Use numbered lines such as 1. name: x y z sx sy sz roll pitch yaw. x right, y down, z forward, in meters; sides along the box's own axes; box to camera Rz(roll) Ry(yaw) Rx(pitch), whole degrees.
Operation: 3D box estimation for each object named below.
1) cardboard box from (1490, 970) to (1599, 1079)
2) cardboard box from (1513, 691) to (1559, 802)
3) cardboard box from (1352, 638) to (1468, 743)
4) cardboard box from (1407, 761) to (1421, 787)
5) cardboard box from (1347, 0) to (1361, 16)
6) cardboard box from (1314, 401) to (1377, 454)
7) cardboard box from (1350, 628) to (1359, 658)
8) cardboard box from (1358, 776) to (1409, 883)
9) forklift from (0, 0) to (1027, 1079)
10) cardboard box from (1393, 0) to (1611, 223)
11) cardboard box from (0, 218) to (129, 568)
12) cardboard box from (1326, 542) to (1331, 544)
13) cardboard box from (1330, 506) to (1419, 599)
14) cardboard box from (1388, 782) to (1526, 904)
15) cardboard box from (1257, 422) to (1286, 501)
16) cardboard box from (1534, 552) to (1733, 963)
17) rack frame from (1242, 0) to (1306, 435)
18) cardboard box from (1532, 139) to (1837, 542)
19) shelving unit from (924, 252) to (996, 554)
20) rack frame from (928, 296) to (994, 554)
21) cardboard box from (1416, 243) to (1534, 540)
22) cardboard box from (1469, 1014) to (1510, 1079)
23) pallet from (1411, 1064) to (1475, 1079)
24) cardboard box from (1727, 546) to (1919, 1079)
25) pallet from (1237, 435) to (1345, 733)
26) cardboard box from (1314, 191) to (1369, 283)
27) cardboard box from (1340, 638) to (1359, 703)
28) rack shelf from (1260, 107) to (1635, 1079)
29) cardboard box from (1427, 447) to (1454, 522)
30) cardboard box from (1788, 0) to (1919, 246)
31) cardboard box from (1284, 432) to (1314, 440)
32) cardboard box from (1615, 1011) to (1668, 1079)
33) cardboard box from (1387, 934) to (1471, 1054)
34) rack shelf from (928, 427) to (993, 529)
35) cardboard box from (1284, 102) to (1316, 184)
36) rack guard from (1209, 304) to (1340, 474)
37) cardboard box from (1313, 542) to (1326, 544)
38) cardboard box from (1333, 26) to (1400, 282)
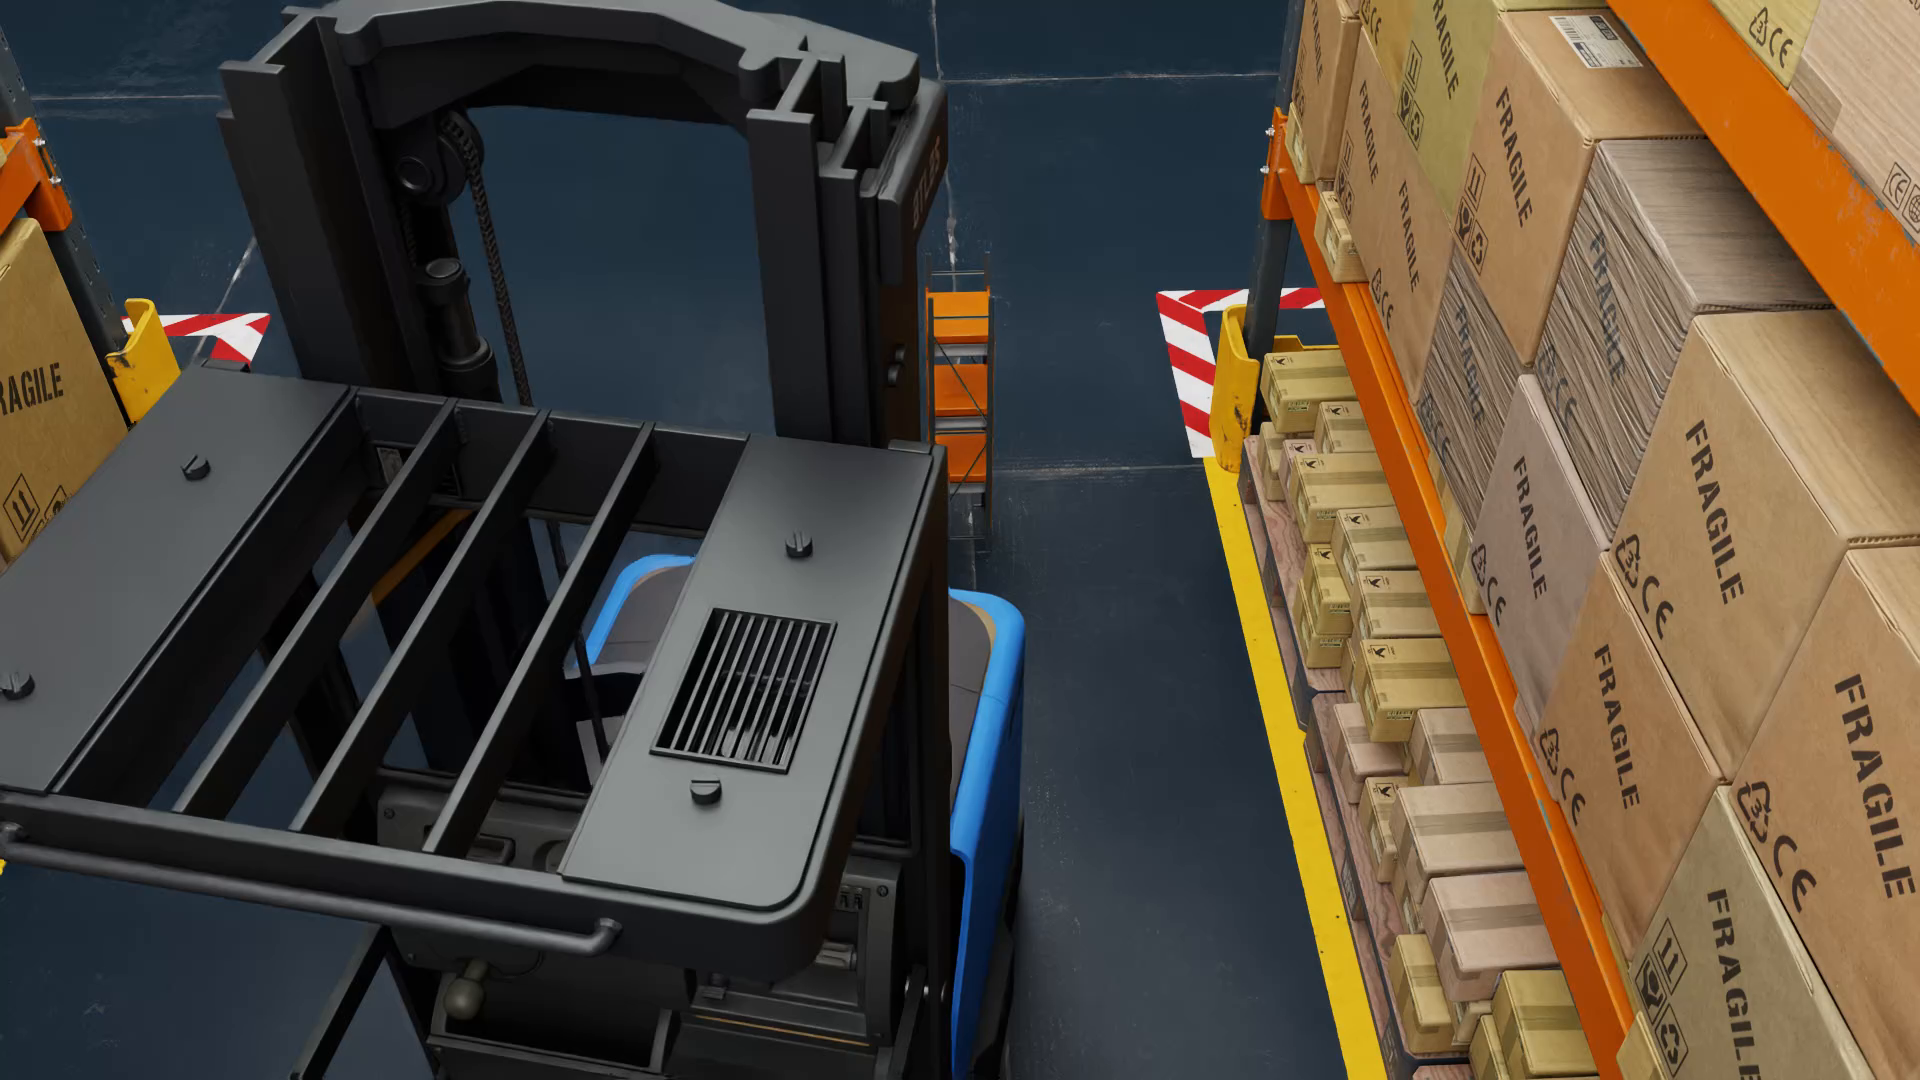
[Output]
1. cardboard box: 1.409 1.100 3.689 0.380 0.149 0.250 0 43 0
2. cardboard box: 1.340 0.369 3.314 0.380 0.149 0.250 -3 43 -4
3. cardboard box: 1.274 0.400 4.453 0.380 0.149 0.250 -1 43 -1
4. cardboard box: 1.399 0.686 4.361 0.380 0.149 0.250 0 43 0
5. cardboard box: 1.270 -1.733 4.386 0.500 0.500 0.500 -2 43 -2
6. cardboard box: 1.330 -0.305 5.222 0.380 0.149 0.250 -1 43 -1
7. cardboard box: 1.344 0.321 4.759 0.380 0.149 0.250 -4 43 -4
8. cardboard box: 1.297 0.775 4.484 0.380 0.149 0.250 -2 43 -2
9. forklift: -0.601 0.756 2.756 1.130 2.935 3.031 7 43 8
10. cardboard box: 1.297 -1.040 3.631 0.500 0.500 0.500 -3 43 -3
11. cardboard box: -3.337 -0.396 5.224 0.875 0.875 0.875 -2 43 -2
12. cardboard box: 1.336 -0.031 5.143 0.380 0.149 0.250 -1 43 -1
13. cardboard box: 1.306 0.034 4.852 0.380 0.149 0.250 -4 43 -4
14. cardboard box: 1.282 0.738 4.084 0.380 0.149 0.250 -3 43 -3
15. cardboard box: 1.218 -0.269 5.623 0.380 0.149 0.250 -1 43 -1
16. cardboard box: 1.362 0.357 2.847 0.500 0.500 0.500 -3 43 -3
17. rack frame: 1.516 -1.528 5.197 1.000 3.000 0.127 -2 43 -2
18. cardboard box: 1.361 -0.347 2.875 0.500 0.500 0.500 -1 43 -1
19. shelving unit: -0.002 -0.423 5.435 0.215 1.050 0.252 -2 43 -2
20. rack frame: 0.003 -0.341 5.345 0.200 1.050 0.008 -2 43 -2
21. cardboard box: 1.343 -0.328 3.594 0.500 0.500 0.500 -3 43 -3
22. cardboard box: 1.389 1.220 3.778 0.380 0.149 0.250 -1 43 -1
23. pallet: 1.622 1.748 3.687 1.003 0.211 1.213 -2 43 -2
24. cardboard box: 1.395 0.347 2.117 0.500 0.500 0.500 -3 43 -3
25. pallet: 1.518 0.100 5.484 1.003 0.211 1.213 -2 43 -2
26. cardboard box: 1.212 -0.854 4.647 0.380 0.149 0.250 -3 43 -3
27. cardboard box: 1.336 0.418 4.873 0.380 0.149 0.250 -2 43 -2
28. rack shelf: 1.601 0.087 3.967 1.077 0.370 4.000 -2 43 -2
29. cardboard box: 1.319 -0.156 3.886 0.380 0.149 0.250 0 43 0
30. cardboard box: 1.385 -0.539 2.010 0.500 0.250 0.500 -2 43 -2
31. cardboard box: 1.282 -0.381 5.524 0.380 0.149 0.250 0 43 0
32. cardboard box: 1.320 0.908 2.726 0.380 0.149 0.250 -3 43 -3
33. cardboard box: 1.285 1.115 4.113 0.380 0.149 0.250 -2 43 -2
34. rack shelf: -0.002 -0.210 5.630 0.215 0.259 0.240 -2 43 -2
35. cardboard box: 1.202 -1.208 5.033 0.380 0.149 0.250 -2 43 -2
36. rack guard: 1.519 -0.555 5.986 1.175 0.500 0.348 -2 43 -2
37. cardboard box: 1.328 0.073 5.250 0.380 0.149 0.250 -1 43 -1
38. cardboard box: 1.307 -1.003 4.330 0.500 0.500 0.500 -2 43 -2
